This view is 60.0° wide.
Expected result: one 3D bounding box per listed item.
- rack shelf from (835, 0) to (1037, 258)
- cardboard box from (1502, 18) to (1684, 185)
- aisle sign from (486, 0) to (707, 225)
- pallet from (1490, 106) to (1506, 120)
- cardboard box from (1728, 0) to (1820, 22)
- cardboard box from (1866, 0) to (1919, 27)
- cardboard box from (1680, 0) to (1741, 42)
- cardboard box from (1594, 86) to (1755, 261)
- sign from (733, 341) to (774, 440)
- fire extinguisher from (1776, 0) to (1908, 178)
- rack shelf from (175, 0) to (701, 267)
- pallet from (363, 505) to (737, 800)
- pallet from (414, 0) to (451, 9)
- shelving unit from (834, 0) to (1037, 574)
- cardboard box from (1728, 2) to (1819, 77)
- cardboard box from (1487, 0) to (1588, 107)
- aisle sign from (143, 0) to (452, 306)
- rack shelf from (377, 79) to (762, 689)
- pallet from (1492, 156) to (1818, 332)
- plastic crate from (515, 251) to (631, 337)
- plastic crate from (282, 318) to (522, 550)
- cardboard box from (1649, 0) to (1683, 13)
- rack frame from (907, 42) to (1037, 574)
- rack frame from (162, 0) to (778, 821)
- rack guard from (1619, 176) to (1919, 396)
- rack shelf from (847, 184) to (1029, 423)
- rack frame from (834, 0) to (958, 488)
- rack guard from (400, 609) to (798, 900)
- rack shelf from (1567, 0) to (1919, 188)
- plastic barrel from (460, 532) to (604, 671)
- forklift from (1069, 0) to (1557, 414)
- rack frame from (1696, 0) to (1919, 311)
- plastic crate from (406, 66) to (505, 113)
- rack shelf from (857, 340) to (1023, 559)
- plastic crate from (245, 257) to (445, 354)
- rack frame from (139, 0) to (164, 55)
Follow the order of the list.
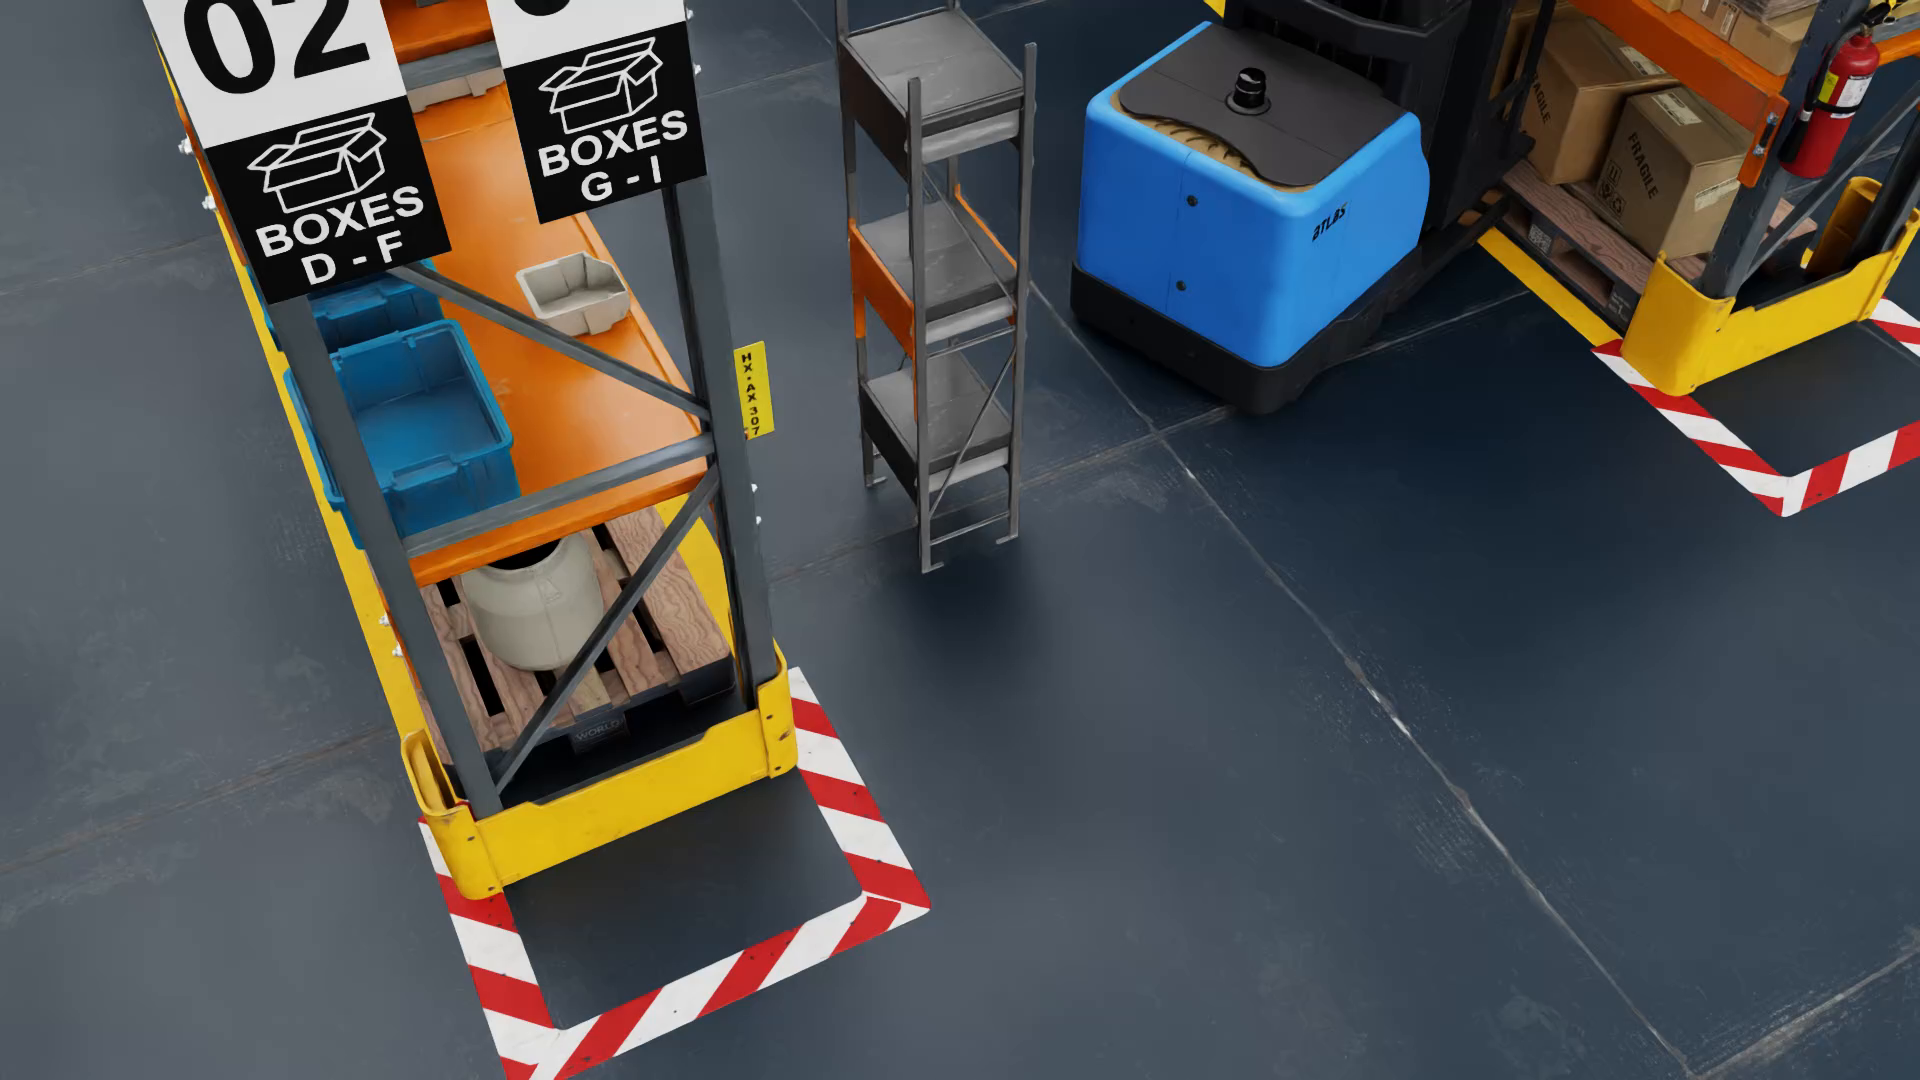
[{"bbox_3d":[-0.076,-1.254,5.040,0.431,0.518,0.480,-21,52,-18],"label":"rack shelf"},{"bbox_3d":[2.785,-1.947,7.342,0.500,0.500,0.500,-9,49,-8],"label":"cardboard box"},{"bbox_3d":[-0.751,-1.022,3.424,0.394,0.787,0.004,-21,52,-18],"label":"aisle sign"},{"bbox_3d":[2.430,-2.324,8.142,1.003,0.211,1.213,-21,52,-18],"label":"pallet"},{"bbox_3d":[3.133,-2.328,6.029,0.875,0.500,0.500,-21,52,-18],"label":"cardboard box"},{"bbox_3d":[3.441,-2.010,6.182,0.380,0.149,0.250,-21,52,-18],"label":"cardboard box"},{"bbox_3d":[2.932,-2.024,6.194,0.380,0.149,0.250,-21,52,-18],"label":"cardboard box"},{"bbox_3d":[3.089,-1.559,7.002,0.500,0.500,0.500,-13,50,-11],"label":"cardboard box"},{"bbox_3d":[-0.553,-0.391,4.415,0.100,0.325,0.005,-21,52,-18],"label":"sign"},{"bbox_3d":[3.002,-1.559,5.672,0.296,0.674,0.183,-21,52,-18],"label":"fire extinguisher"},{"bbox_3d":[-1.959,-2.203,4.669,1.077,0.370,4.000,-21,52,-18],"label":"rack shelf"},{"bbox_3d":[-1.488,0.224,5.914,1.003,0.211,1.213,-21,52,-18],"label":"pallet"},{"bbox_3d":[-1.336,-1.626,3.812,1.003,0.211,1.213,-21,52,-18],"label":"pallet"},{"bbox_3d":[-0.076,-0.802,5.557,0.431,2.100,0.503,-21,52,-18],"label":"shelving unit"},{"bbox_3d":[3.046,-1.856,6.048,0.380,0.149,0.250,-21,52,-18],"label":"cardboard box"},{"bbox_3d":[2.515,-2.372,7.714,0.500,0.500,0.500,-17,51,-14],"label":"cardboard box"},{"bbox_3d":[-1.275,-0.819,3.246,0.394,0.787,0.004,-21,52,-18],"label":"aisle sign"},{"bbox_3d":[-1.959,-1.215,5.798,1.077,0.370,4.000,-21,52,-18],"label":"rack shelf"},{"bbox_3d":[2.985,-1.508,7.429,1.003,0.211,1.213,-21,52,-18],"label":"pallet"},{"bbox_3d":[-1.168,-0.736,5.077,0.298,0.136,0.250,-21,52,-18],"label":"plastic crate"},{"bbox_3d":[-1.539,-0.296,4.615,0.499,0.251,0.616,-21,52,-18],"label":"plastic crate"},{"bbox_3d":[2.772,-2.174,6.325,0.380,0.149,0.250,-21,52,-18],"label":"cardboard box"},{"bbox_3d":[0.036,-0.639,5.414,0.400,2.100,0.015,-21,52,-18],"label":"rack frame"},{"bbox_3d":[-1.044,-0.113,4.356,1.000,3.000,0.127,-21,52,-18],"label":"rack frame"},{"bbox_3d":[3.325,-1.047,6.834,1.175,0.500,0.348,-21,52,-18],"label":"rack guard"},{"bbox_3d":[-0.076,-0.793,5.567,0.431,0.518,0.480,-21,52,-18],"label":"rack shelf"},{"bbox_3d":[-0.187,-0.965,5.699,0.400,2.100,0.015,-21,52,-18],"label":"rack frame"},{"bbox_3d":[-1.121,0.675,5.328,1.175,0.500,0.348,-21,52,-18],"label":"rack guard"},{"bbox_3d":[2.445,-2.921,7.290,1.077,0.370,4.000,-21,52,-18],"label":"rack shelf"},{"bbox_3d":[-1.413,0.153,5.497,0.421,0.512,0.421,0,49,0],"label":"plastic barrel"},{"bbox_3d":[1.820,-2.495,6.485,1.130,2.935,3.031,34,57,26],"label":"forklift"},{"bbox_3d":[3.360,-1.819,5.849,1.000,3.000,0.127,-21,52,-18],"label":"rack frame"},{"bbox_3d":[-1.906,-1.704,5.923,0.530,0.136,0.437,-21,52,-18],"label":"plastic crate"},{"bbox_3d":[-0.076,-0.332,6.094,0.431,0.518,0.480,-21,52,-18],"label":"rack shelf"},{"bbox_3d":[-1.831,-0.733,4.997,0.499,0.251,0.408,-21,52,-18],"label":"plastic crate"},{"bbox_3d":[-1.044,-2.089,2.098,1.000,3.000,0.127,-21,52,-18],"label":"rack frame"}]
